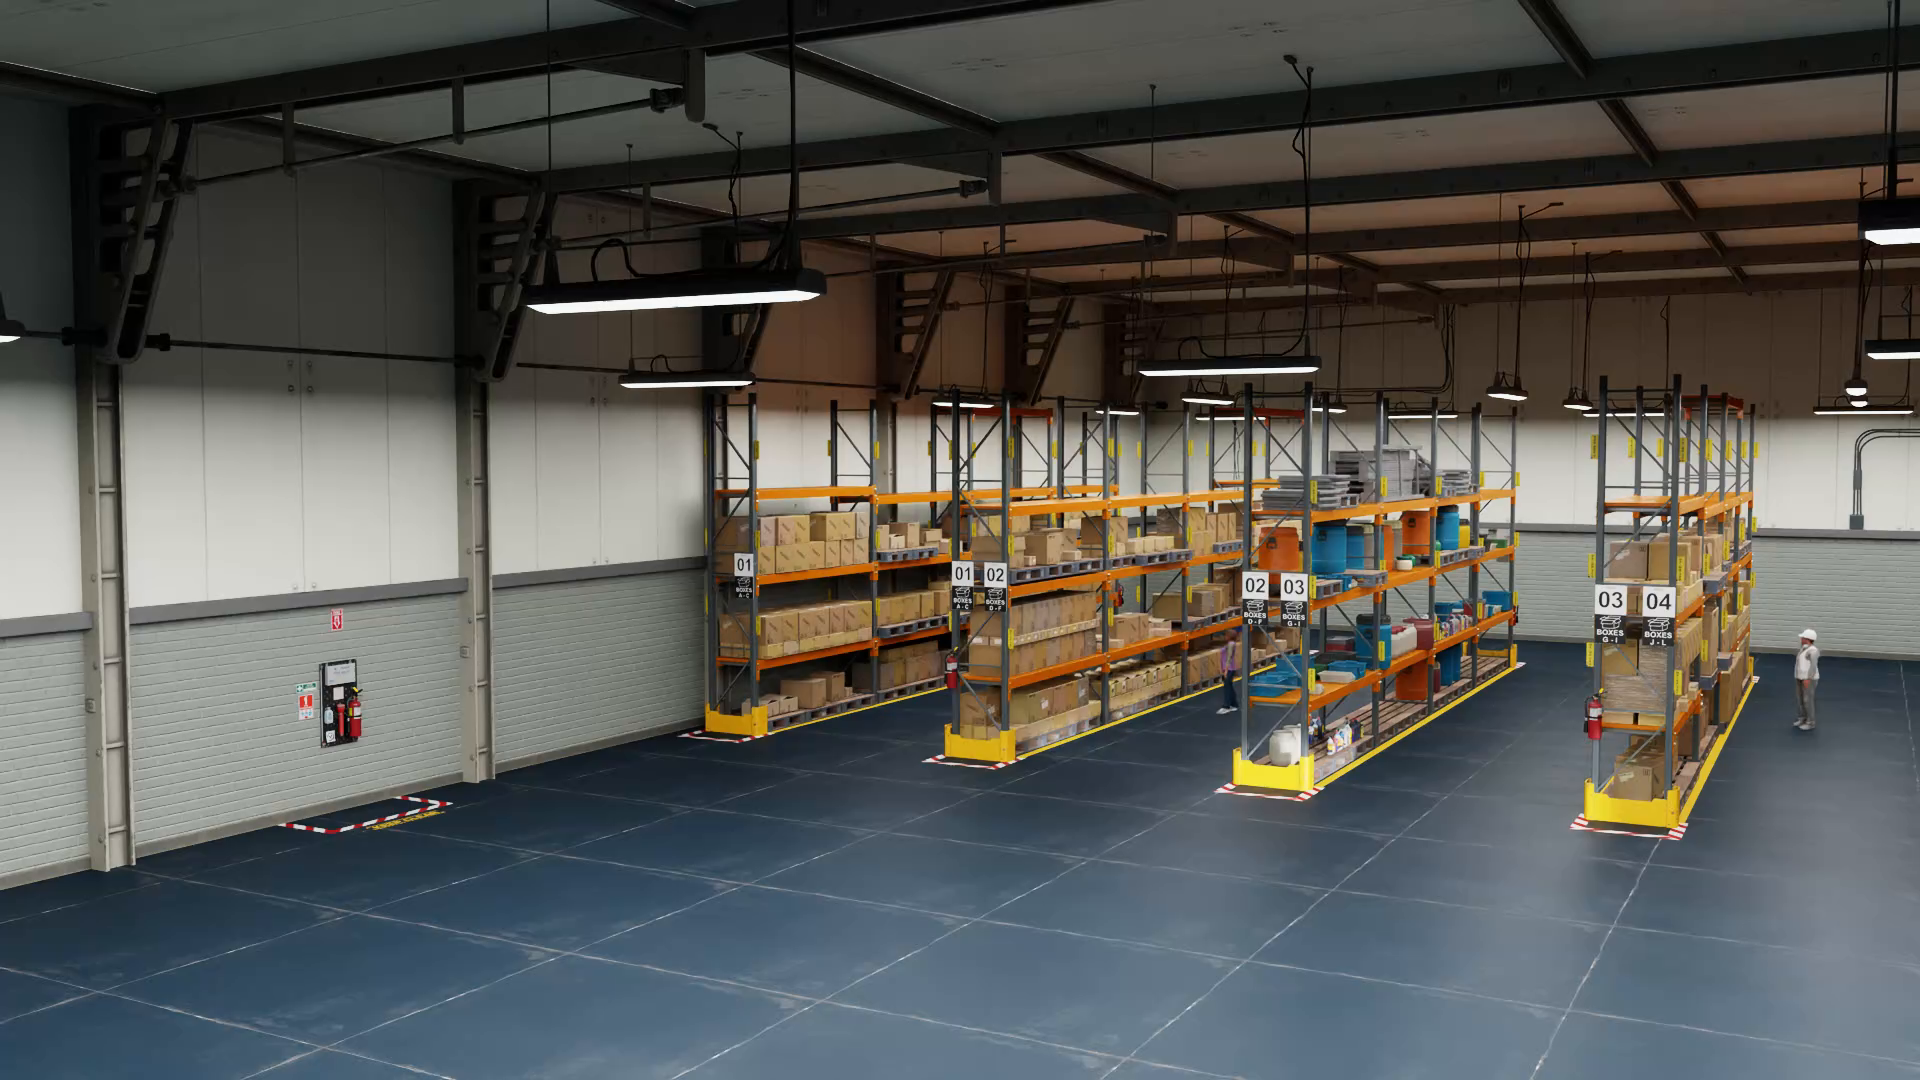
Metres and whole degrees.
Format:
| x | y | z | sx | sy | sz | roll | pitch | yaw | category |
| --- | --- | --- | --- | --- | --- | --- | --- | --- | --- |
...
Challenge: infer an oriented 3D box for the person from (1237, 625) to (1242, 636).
| x | y | z | sx | sy | sz | roll | pitch | yaw | category |
| --- | --- | --- | --- | --- | --- | --- | --- | --- | --- |
| 7.265 | 1.904 | 42.273 | 0.507 | 1.671 | 0.477 | -2 | 3 | -27 | person |

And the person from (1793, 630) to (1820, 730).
| x | y | z | sx | sy | sz | roll | pitch | yaw | category |
| --- | --- | --- | --- | --- | --- | --- | --- | --- | --- |
| 15.248 | 2.473 | 29.948 | 0.384 | 1.720 | 0.562 | 0 | 3 | -4 | person |

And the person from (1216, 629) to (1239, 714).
| x | y | z | sx | sy | sz | roll | pitch | yaw | category |
| --- | --- | --- | --- | --- | --- | --- | --- | --- | --- |
| 5.102 | 2.500 | 31.742 | 0.487 | 1.617 | 0.431 | 0 | 3 | -5 | person |
